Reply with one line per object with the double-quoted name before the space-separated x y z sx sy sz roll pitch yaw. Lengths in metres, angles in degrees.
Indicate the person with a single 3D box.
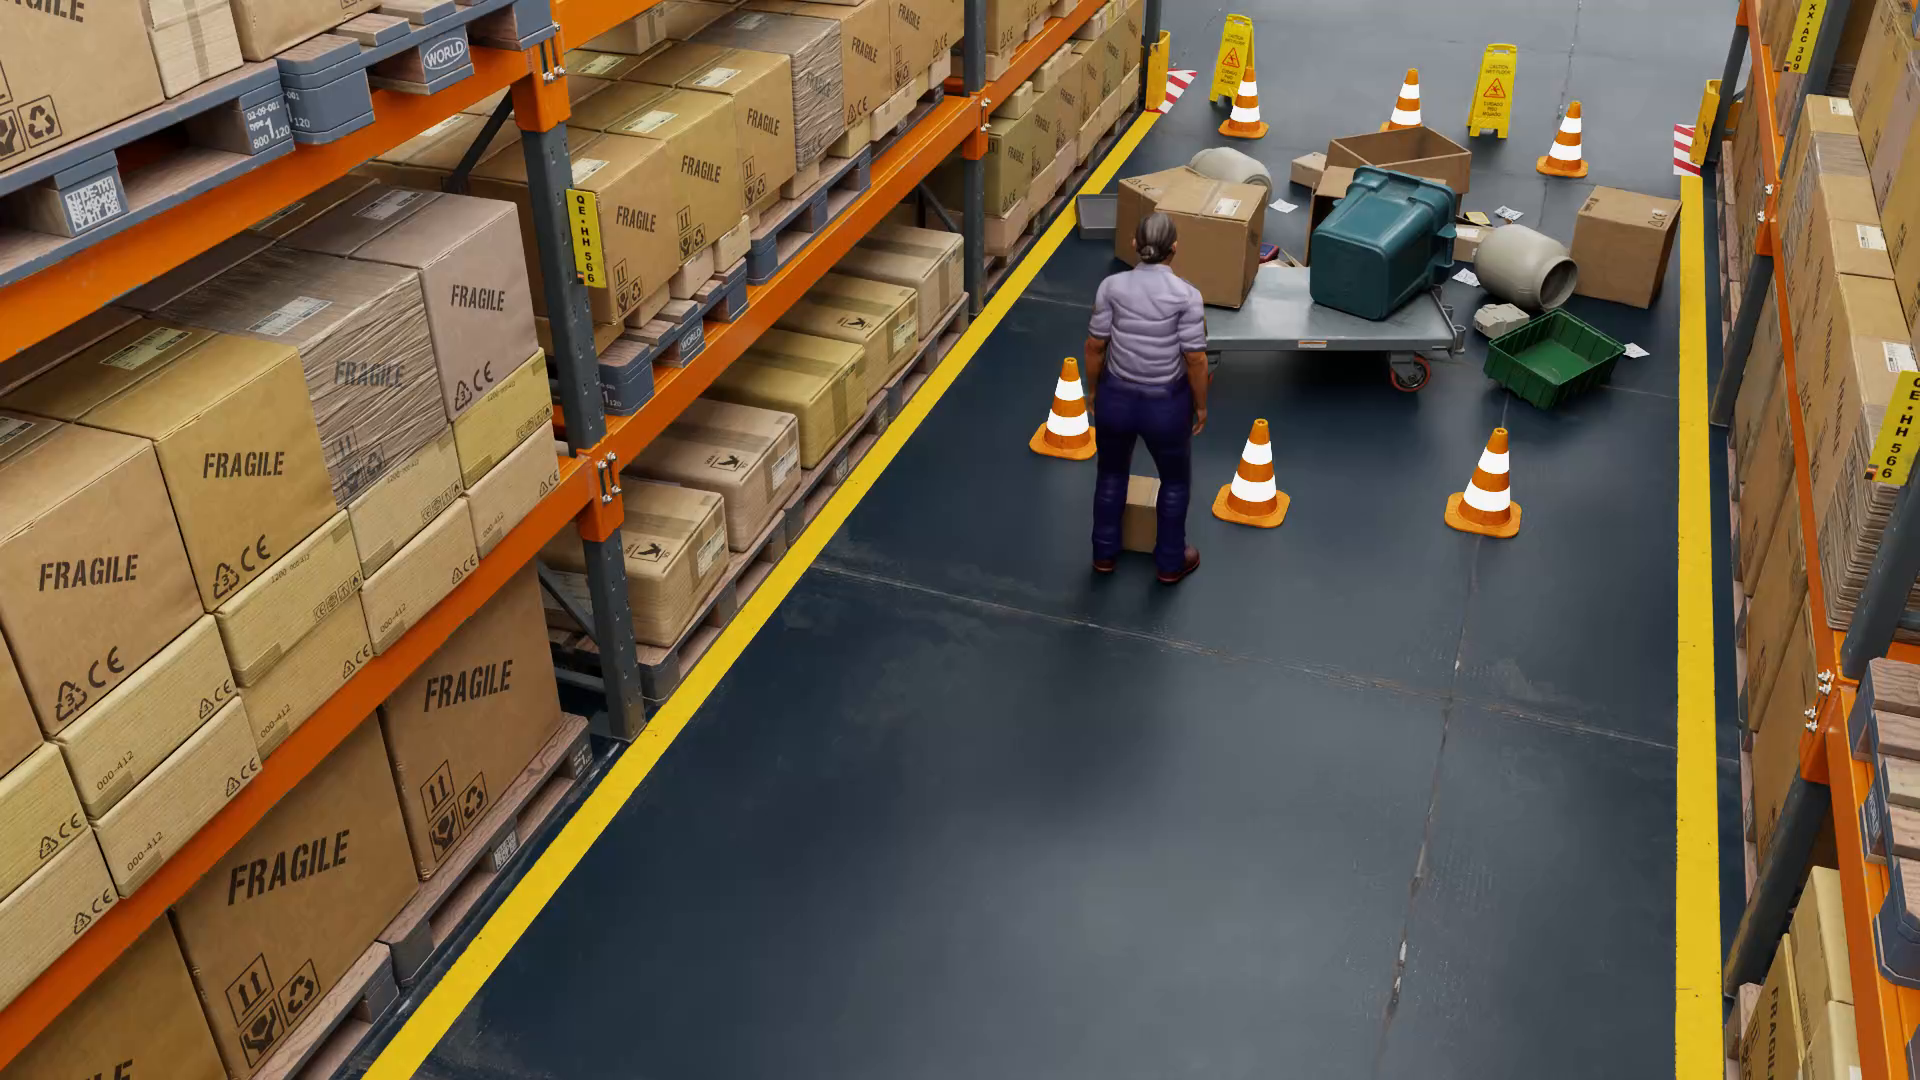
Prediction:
"person" 0.787 -0.573 7.014 0.537 1.651 0.374 11 35 17
